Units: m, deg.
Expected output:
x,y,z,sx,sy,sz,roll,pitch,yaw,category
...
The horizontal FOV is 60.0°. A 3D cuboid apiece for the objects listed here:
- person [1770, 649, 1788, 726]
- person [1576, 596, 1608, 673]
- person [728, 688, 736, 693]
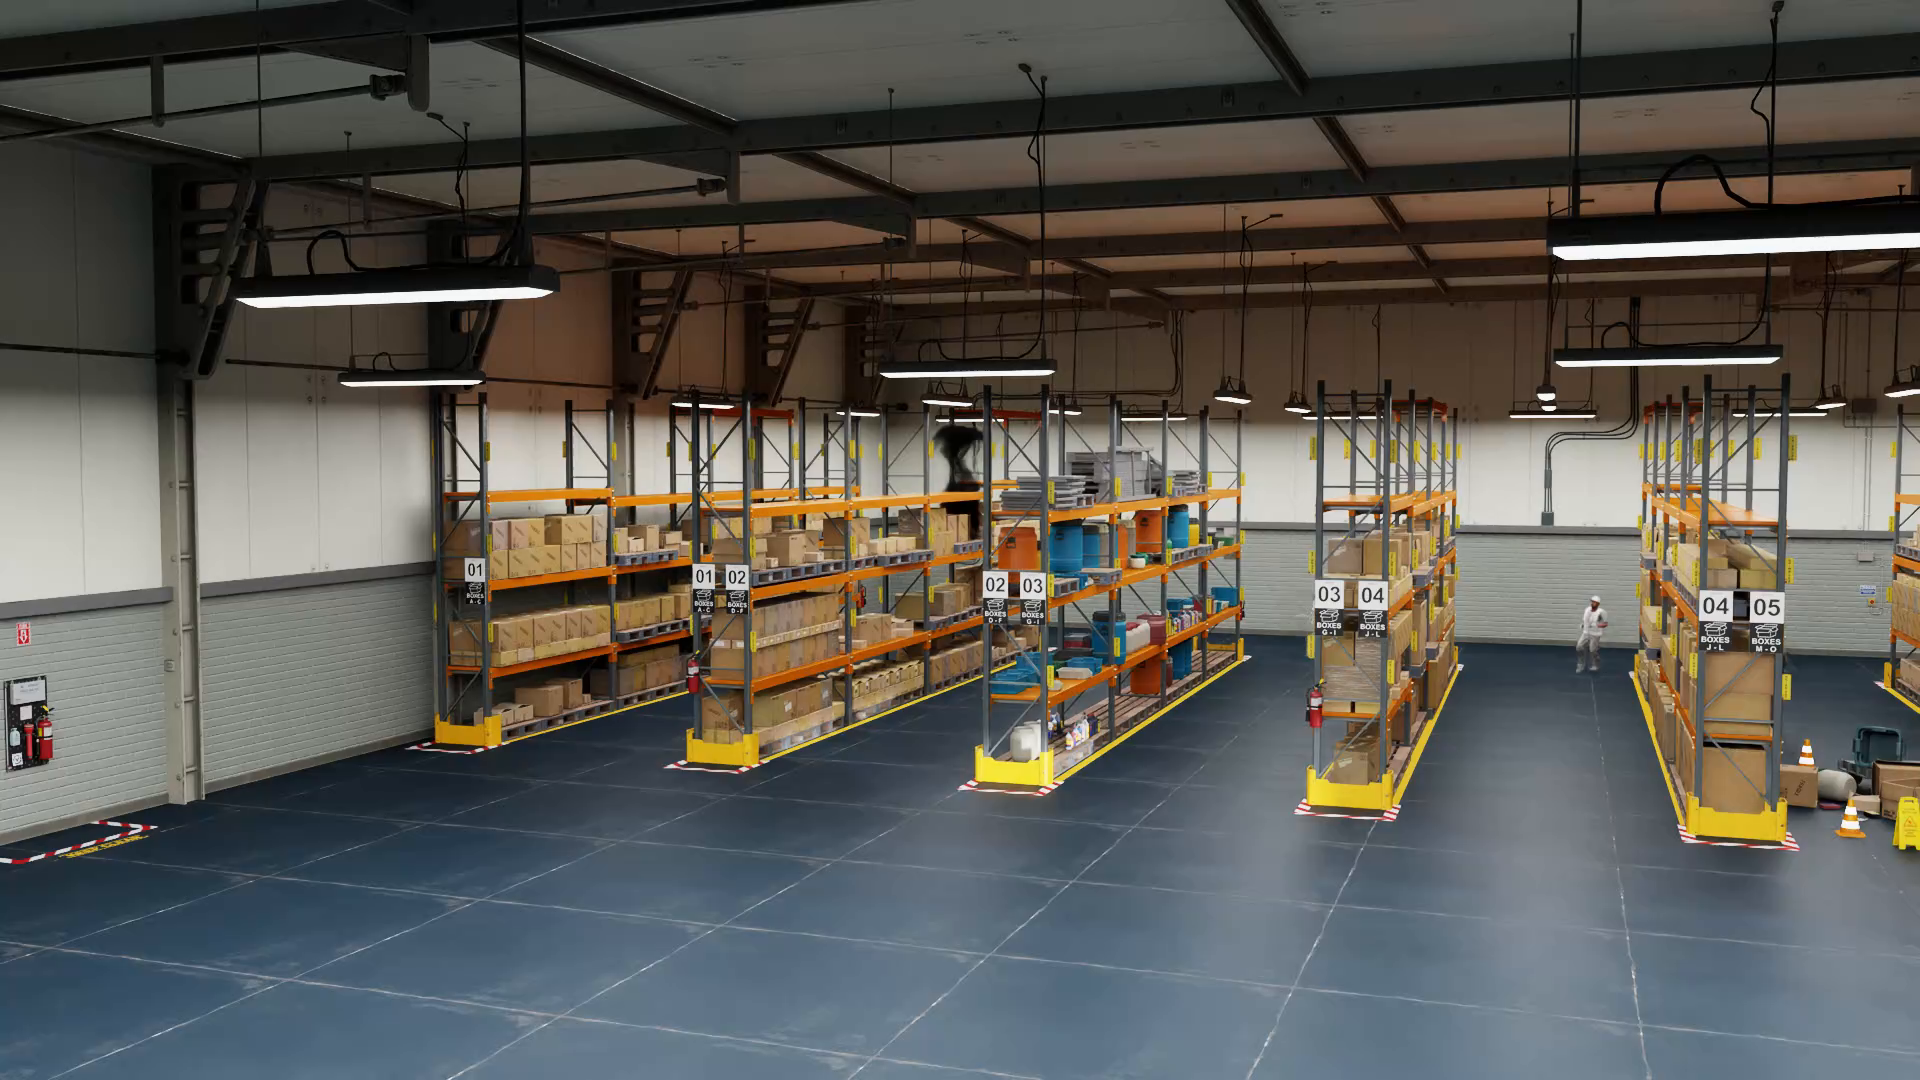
x,y,z,sx,sy,sz,roll,pitch,yaw,category
14.630,2.536,30.060,0.642,1.775,0.791,1,3,18,person
14.260,2.150,37.415,0.688,1.794,0.692,-2,4,-35,person
-4.454,2.389,32.666,0.669,1.749,0.601,0,3,5,person
